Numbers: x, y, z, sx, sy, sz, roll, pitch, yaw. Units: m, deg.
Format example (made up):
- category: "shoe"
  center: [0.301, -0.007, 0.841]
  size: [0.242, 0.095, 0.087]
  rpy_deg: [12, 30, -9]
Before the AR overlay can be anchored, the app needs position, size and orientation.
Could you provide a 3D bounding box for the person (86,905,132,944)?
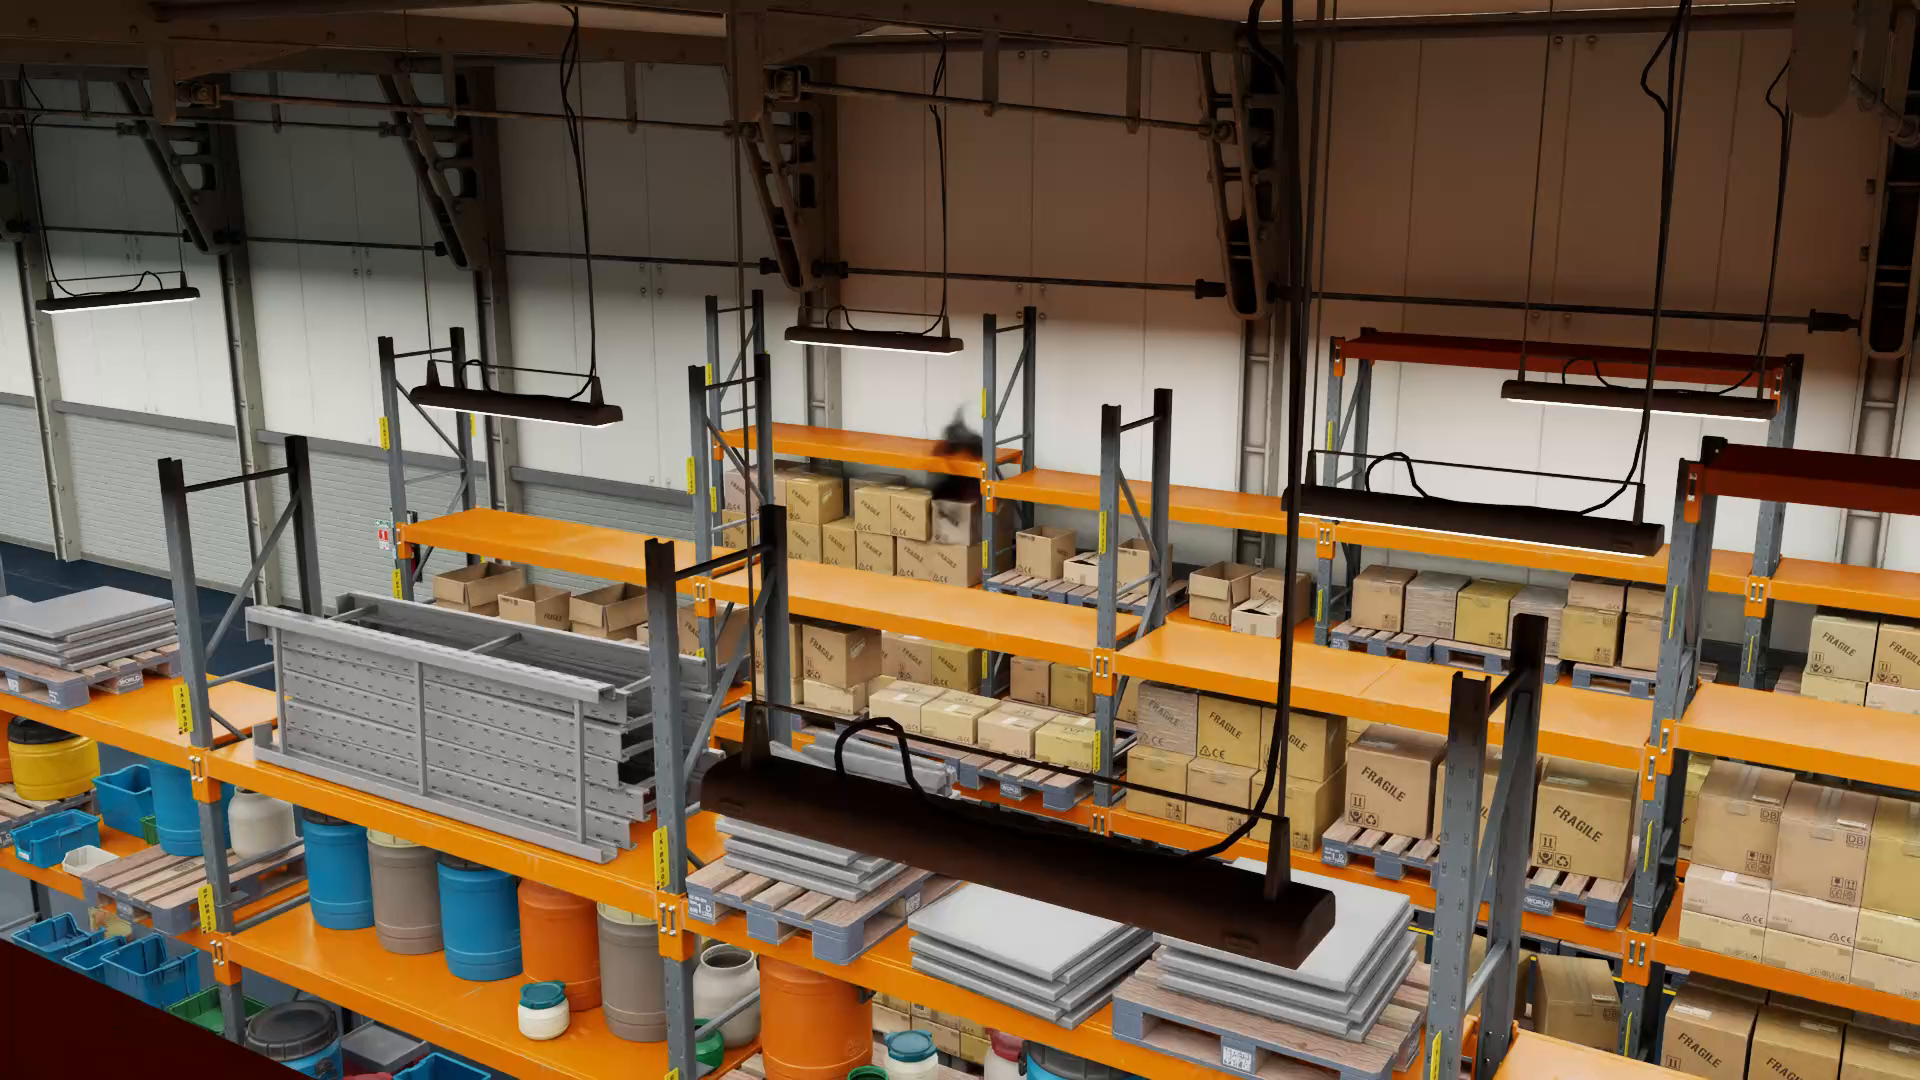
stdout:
- category: "person"
  center: [-7.720, 3.625, 15.138]
  size: [0.844, 1.636, 0.608]
  rpy_deg: [5, 15, 20]
